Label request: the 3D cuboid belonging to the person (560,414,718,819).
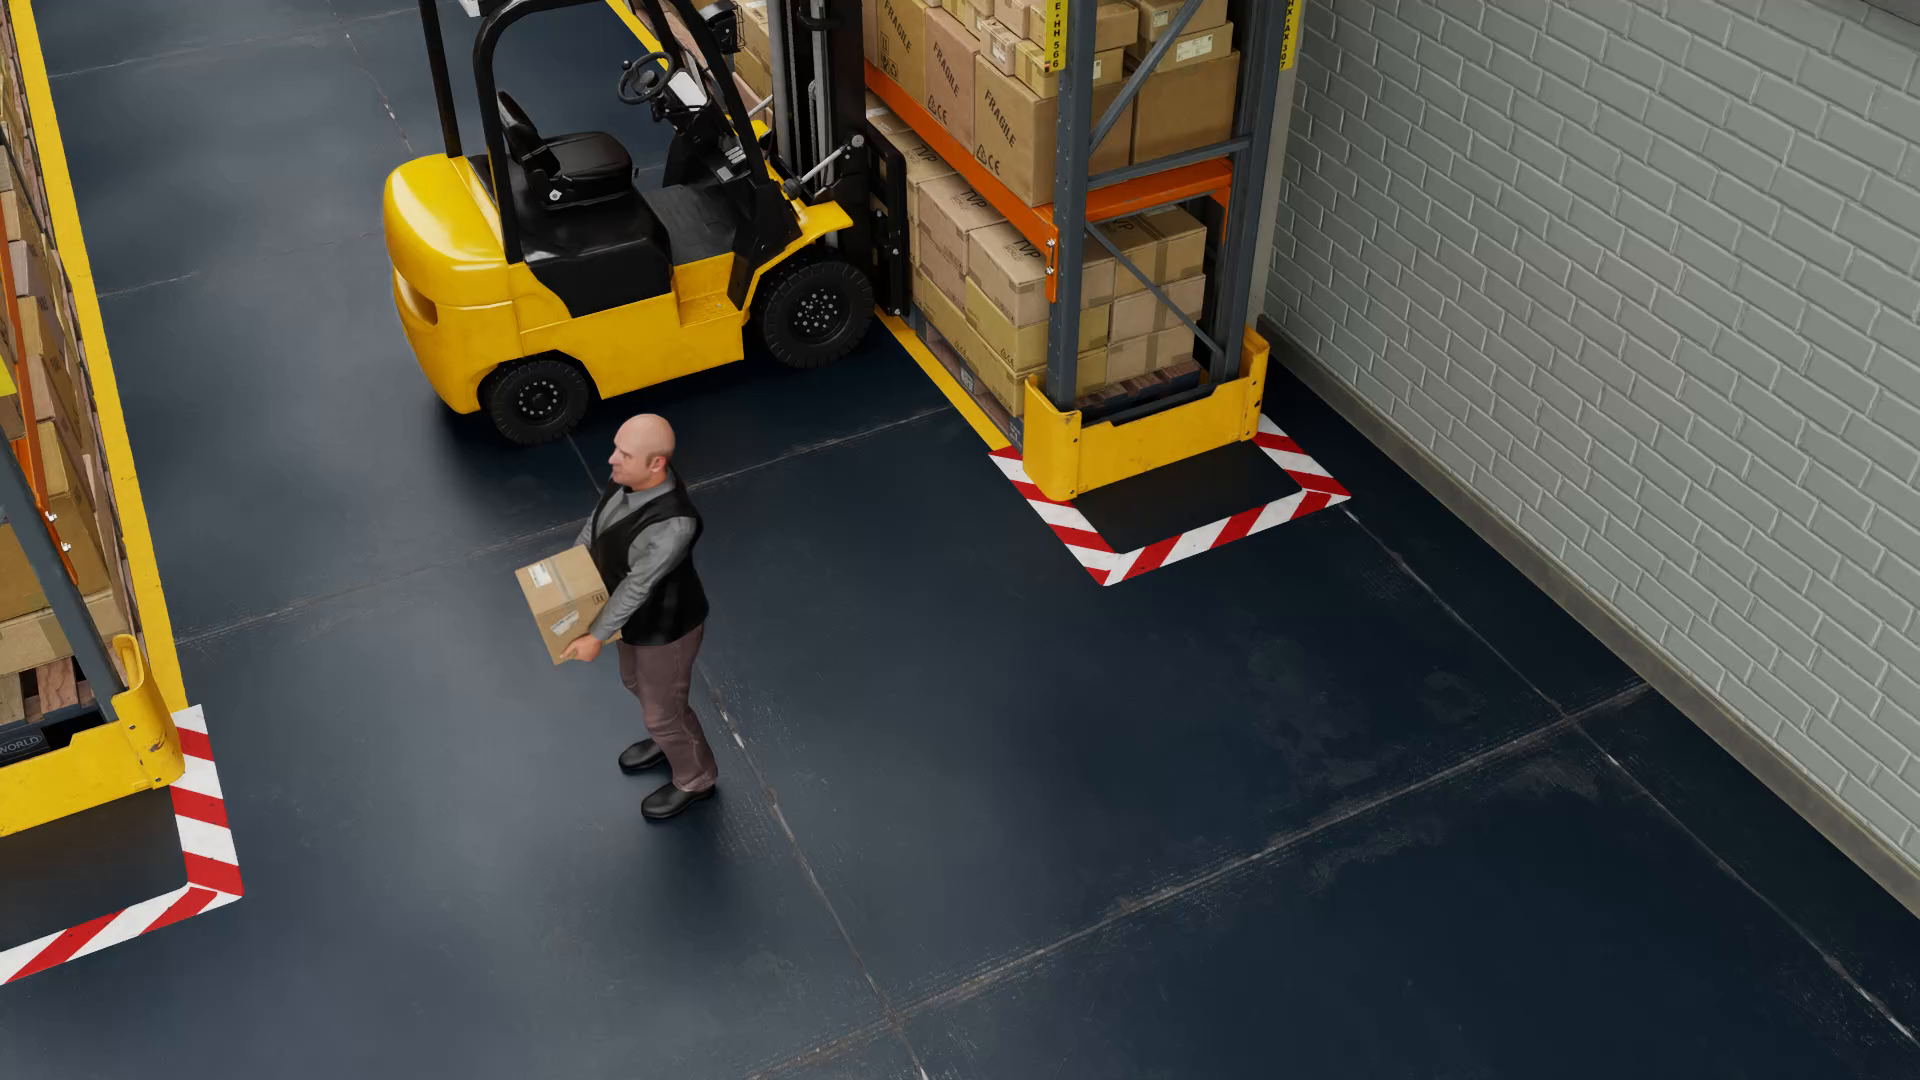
[{"bbox_3d":[-1.157,0.300,5.839,0.551,1.711,0.494,-18,44,-20],"label":"person"}]
